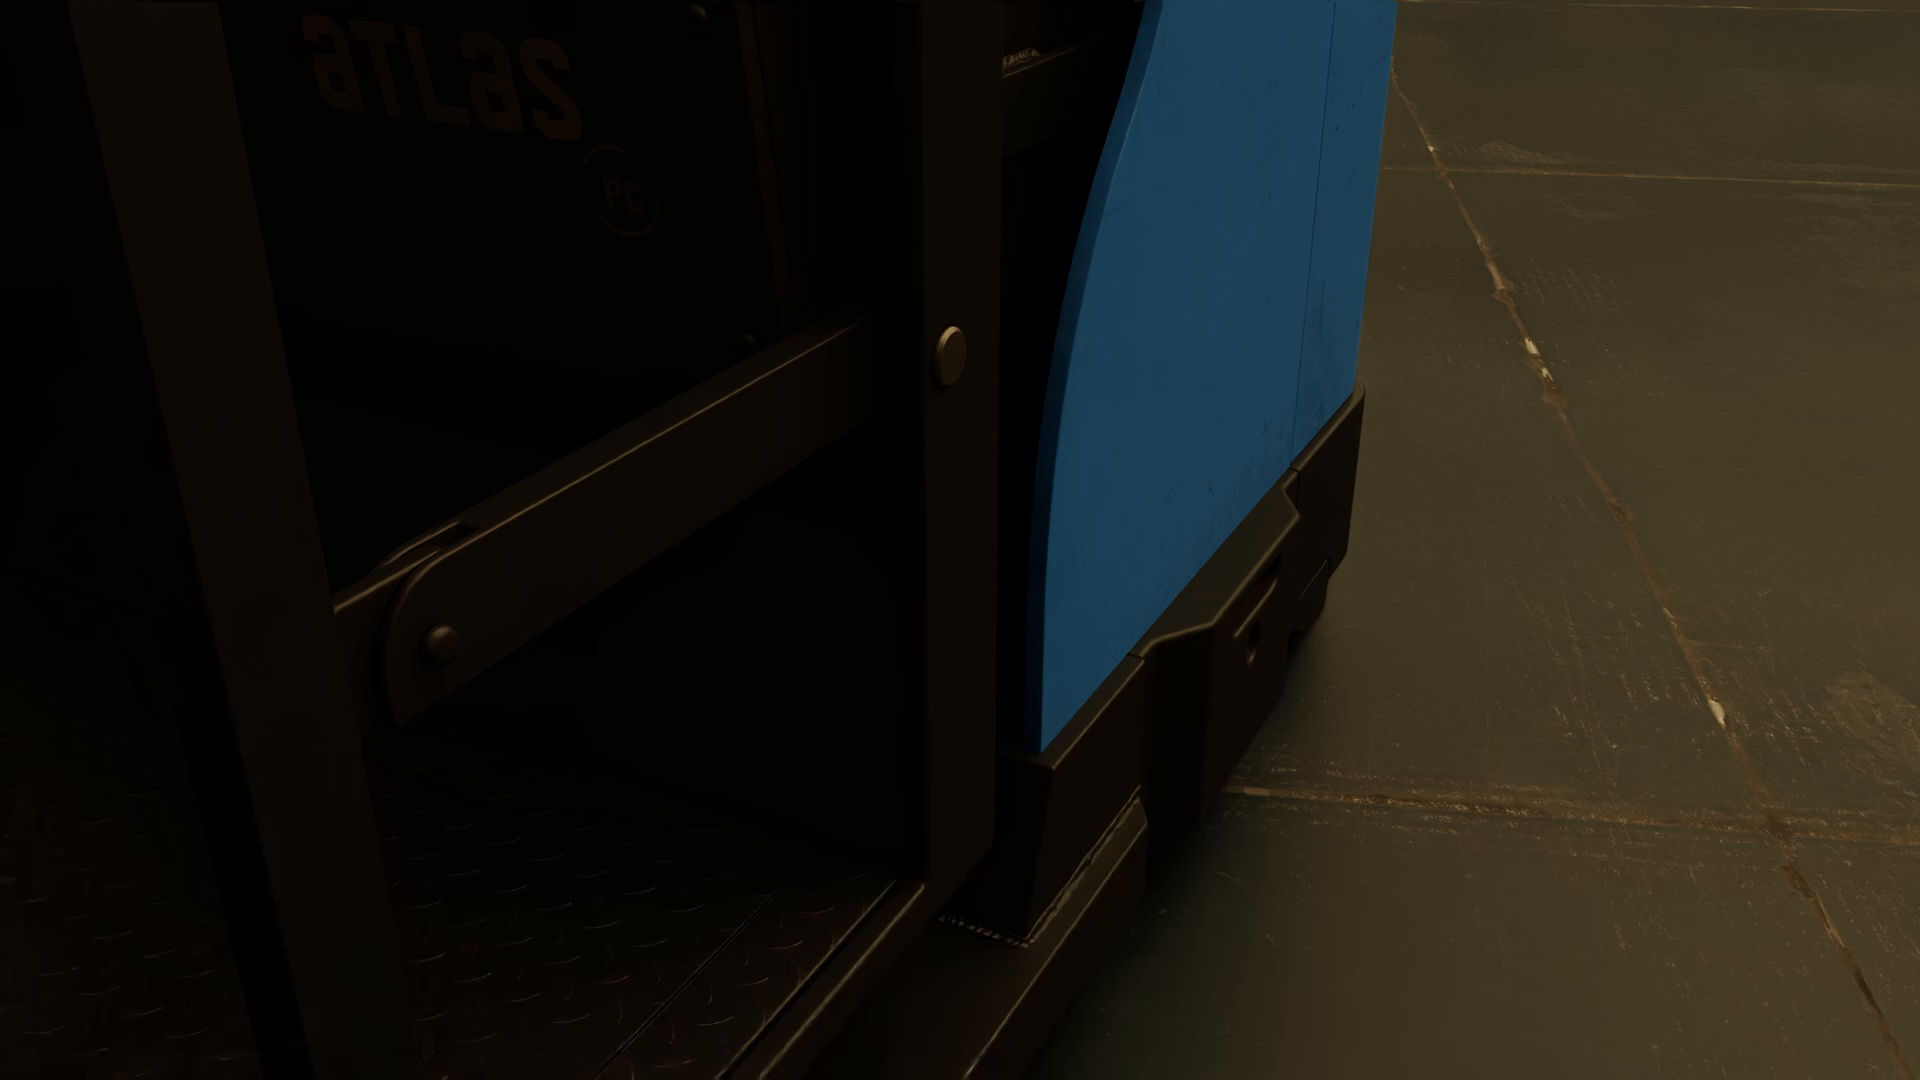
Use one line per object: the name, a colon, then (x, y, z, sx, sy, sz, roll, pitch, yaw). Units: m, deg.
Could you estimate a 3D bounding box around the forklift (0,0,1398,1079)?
forklift: (-0.595, -0.776, 0.772, 1.130, 2.935, 3.031, 13, 29, 25)
